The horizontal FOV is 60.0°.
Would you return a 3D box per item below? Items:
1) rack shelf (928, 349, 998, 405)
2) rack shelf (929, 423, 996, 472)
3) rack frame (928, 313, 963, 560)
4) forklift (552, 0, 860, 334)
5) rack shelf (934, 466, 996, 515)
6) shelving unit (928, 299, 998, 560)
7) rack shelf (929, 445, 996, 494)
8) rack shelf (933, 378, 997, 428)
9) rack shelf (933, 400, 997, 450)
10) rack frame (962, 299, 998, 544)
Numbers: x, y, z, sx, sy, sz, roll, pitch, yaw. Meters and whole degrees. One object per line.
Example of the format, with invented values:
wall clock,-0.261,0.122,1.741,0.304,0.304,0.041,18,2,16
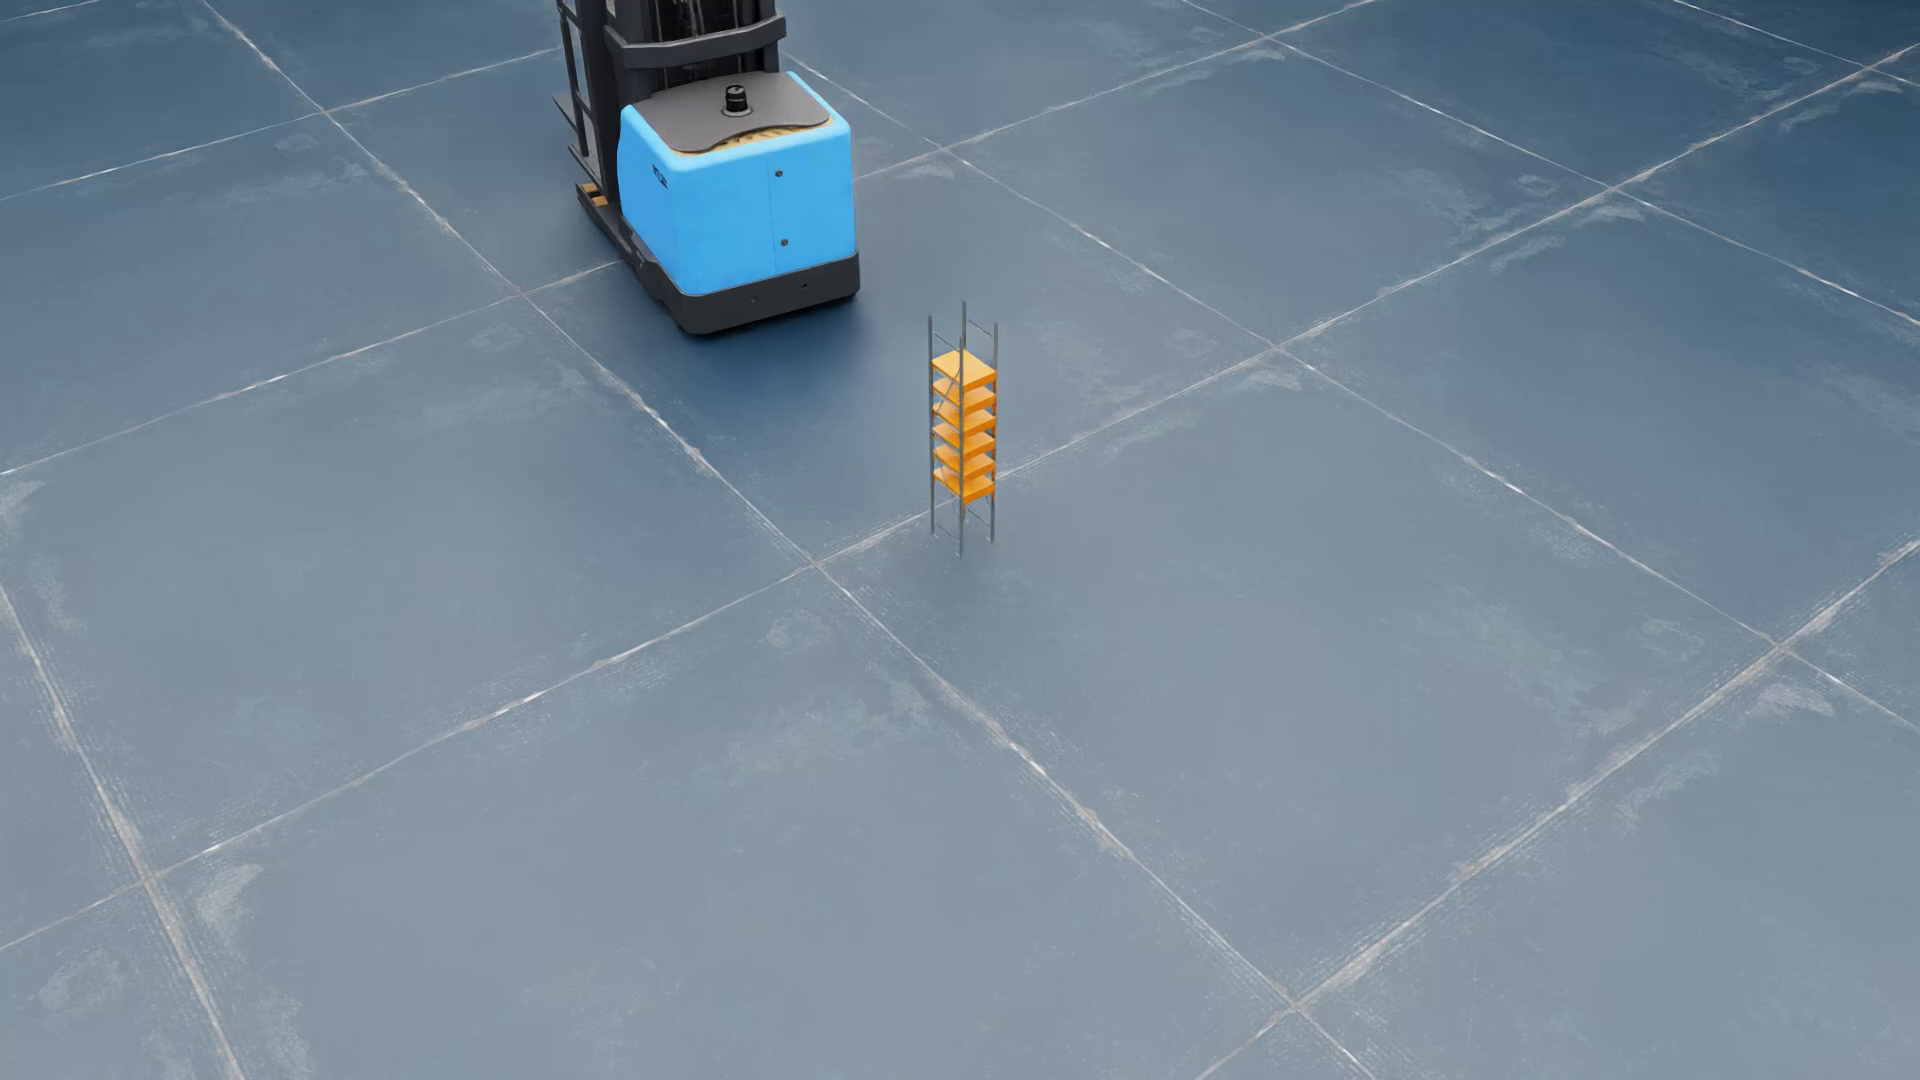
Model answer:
rack shelf,0.011,-0.713,7.176,0.180,0.103,0.258,-26,46,-28
rack shelf,0.011,-0.435,7.404,0.180,0.103,0.258,-26,46,-28
rack frame,-0.061,-0.434,7.333,0.006,1.200,0.240,-26,46,-28
forklift,-1.695,-3.169,9.303,1.130,2.935,3.031,-19,43,-21
rack shelf,0.011,-0.250,7.557,0.180,0.103,0.258,-26,46,-28
shelving unit,0.011,-0.469,7.376,0.189,1.200,0.258,-26,46,-28
rack shelf,0.011,-0.342,7.481,0.180,0.103,0.258,-26,46,-28
rack shelf,0.011,-0.621,7.252,0.180,0.103,0.258,-26,46,-28
rack shelf,0.011,-0.528,7.328,0.180,0.103,0.258,-26,46,-28
rack frame,0.084,-0.505,7.419,0.006,1.200,0.240,-26,46,-28
